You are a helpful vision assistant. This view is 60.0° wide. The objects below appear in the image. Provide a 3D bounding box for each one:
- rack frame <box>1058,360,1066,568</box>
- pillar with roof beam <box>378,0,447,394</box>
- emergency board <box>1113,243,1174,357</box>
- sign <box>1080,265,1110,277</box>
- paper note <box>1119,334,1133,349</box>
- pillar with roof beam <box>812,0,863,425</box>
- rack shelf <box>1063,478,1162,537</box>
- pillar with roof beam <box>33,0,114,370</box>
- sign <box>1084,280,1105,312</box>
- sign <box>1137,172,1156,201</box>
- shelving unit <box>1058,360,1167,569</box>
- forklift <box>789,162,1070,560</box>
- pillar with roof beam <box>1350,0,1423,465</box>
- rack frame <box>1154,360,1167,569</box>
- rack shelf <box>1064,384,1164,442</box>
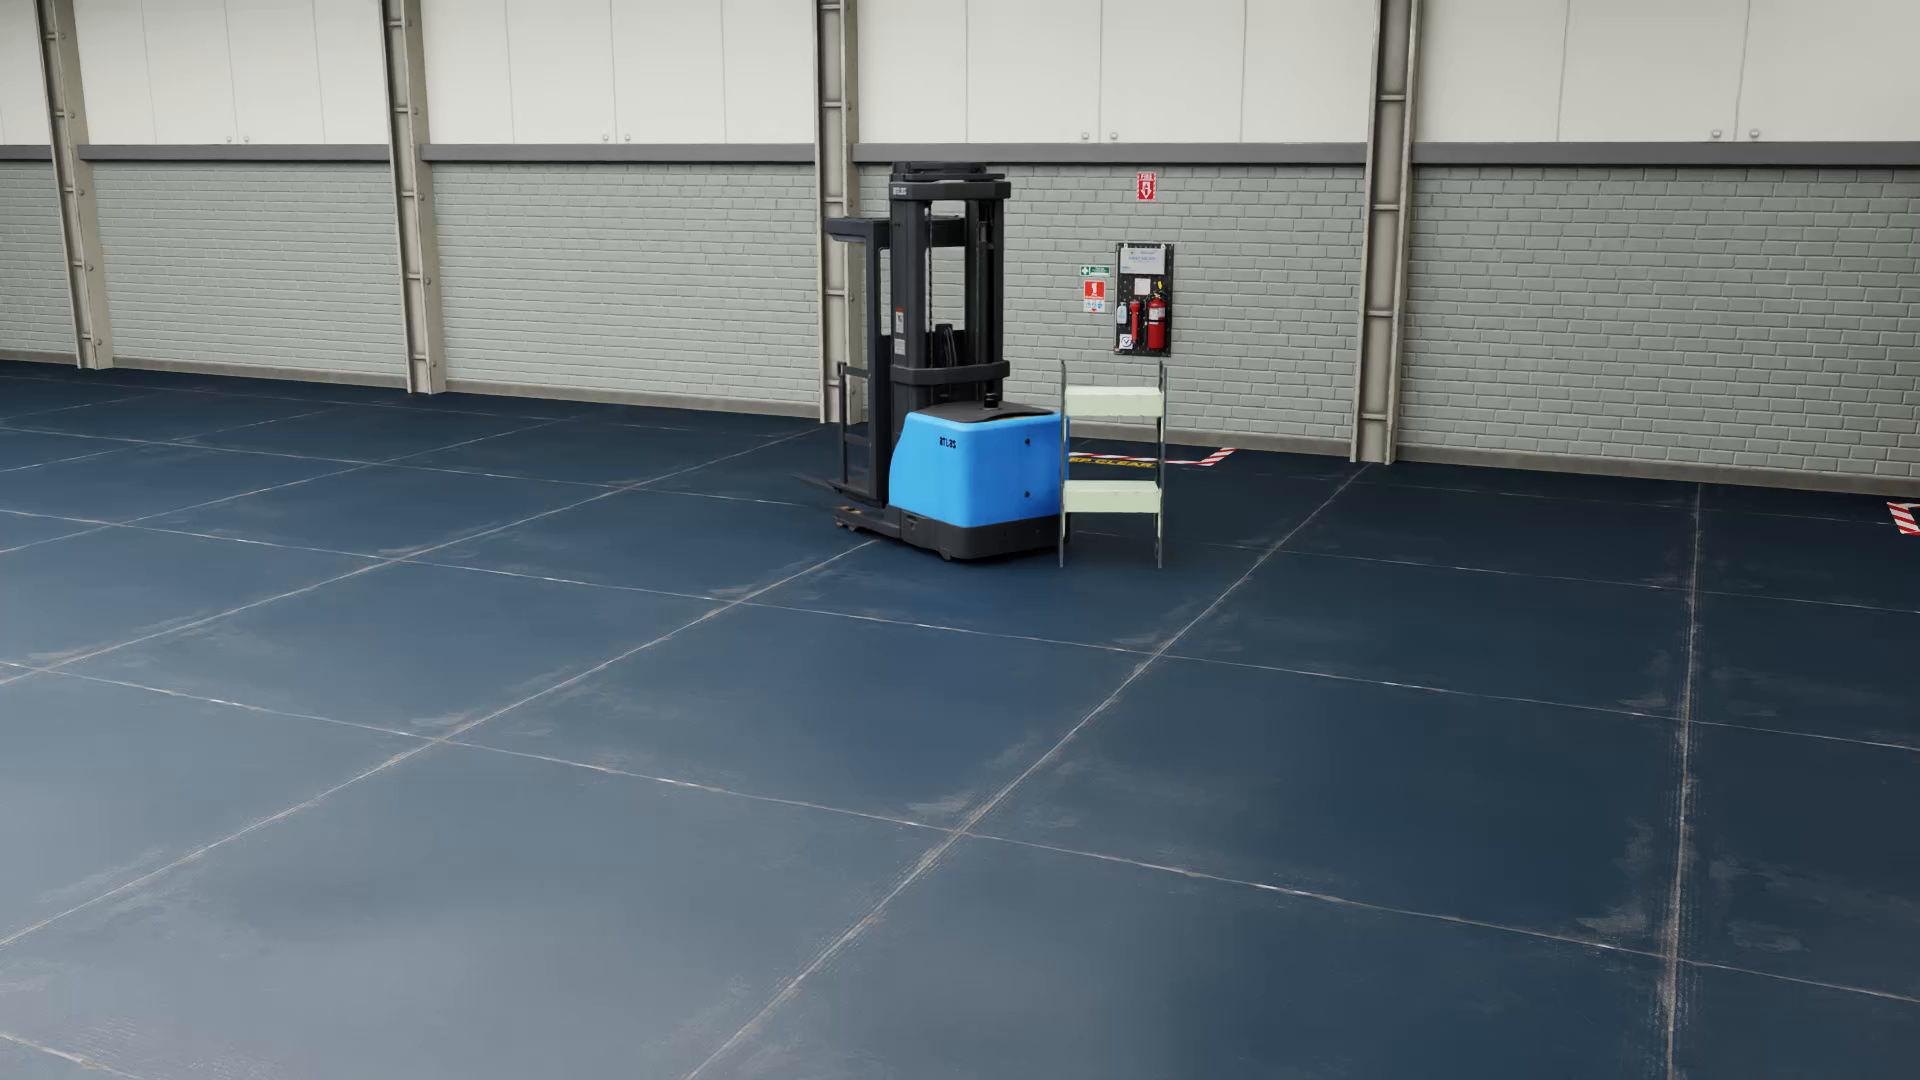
[{"bbox_3d":[0.760,-0.568,12.391,0.023,1.500,0.400,0,13,2],"label":"rack frame"},{"bbox_3d":[-8.584,-5.387,16.515,0.400,9.000,9.100,6,14,23],"label":"pillar with roof beam"},{"bbox_3d":[1.887,-2.492,17.308,0.643,1.169,0.194,6,14,23],"label":"emergency board"},{"bbox_3d":[1.424,-2.838,17.544,0.331,0.109,0.001,6,14,23],"label":"sign"},{"bbox_3d":[1.753,-2.094,17.540,0.142,0.148,0.016,6,14,23],"label":"paper note"},{"bbox_3d":[-3.098,-4.832,14.149,0.400,9.000,9.100,6,14,23],"label":"pillar with roof beam"},{"bbox_3d":[1.126,-0.248,12.456,0.720,0.370,0.431,0,13,2],"label":"rack shelf"},{"bbox_3d":[-14.070,-5.942,18.880,0.400,9.000,9.100,6,14,23],"label":"pillar with roof beam"},{"bbox_3d":[1.423,-2.582,17.614,0.234,0.329,0.001,6,14,23],"label":"sign"},{"bbox_3d":[1.920,-3.642,17.135,0.199,0.298,0.001,6,14,23],"label":"sign"},{"bbox_3d":[1.126,-0.565,12.381,0.755,1.500,0.431,0,13,2],"label":"shelving unit"},{"bbox_3d":[-0.395,-1.559,13.484,1.130,2.935,3.031,-9,16,-33],"label":"forklift"},{"bbox_3d":[2.387,-4.277,11.783,0.400,9.000,9.100,6,14,23],"label":"pillar with roof beam"},{"bbox_3d":[1.492,-0.563,12.371,0.023,1.500,0.400,0,13,2],"label":"rack frame"},{"bbox_3d":[1.126,-0.945,12.292,0.720,0.370,0.431,0,13,2],"label":"rack shelf"}]
